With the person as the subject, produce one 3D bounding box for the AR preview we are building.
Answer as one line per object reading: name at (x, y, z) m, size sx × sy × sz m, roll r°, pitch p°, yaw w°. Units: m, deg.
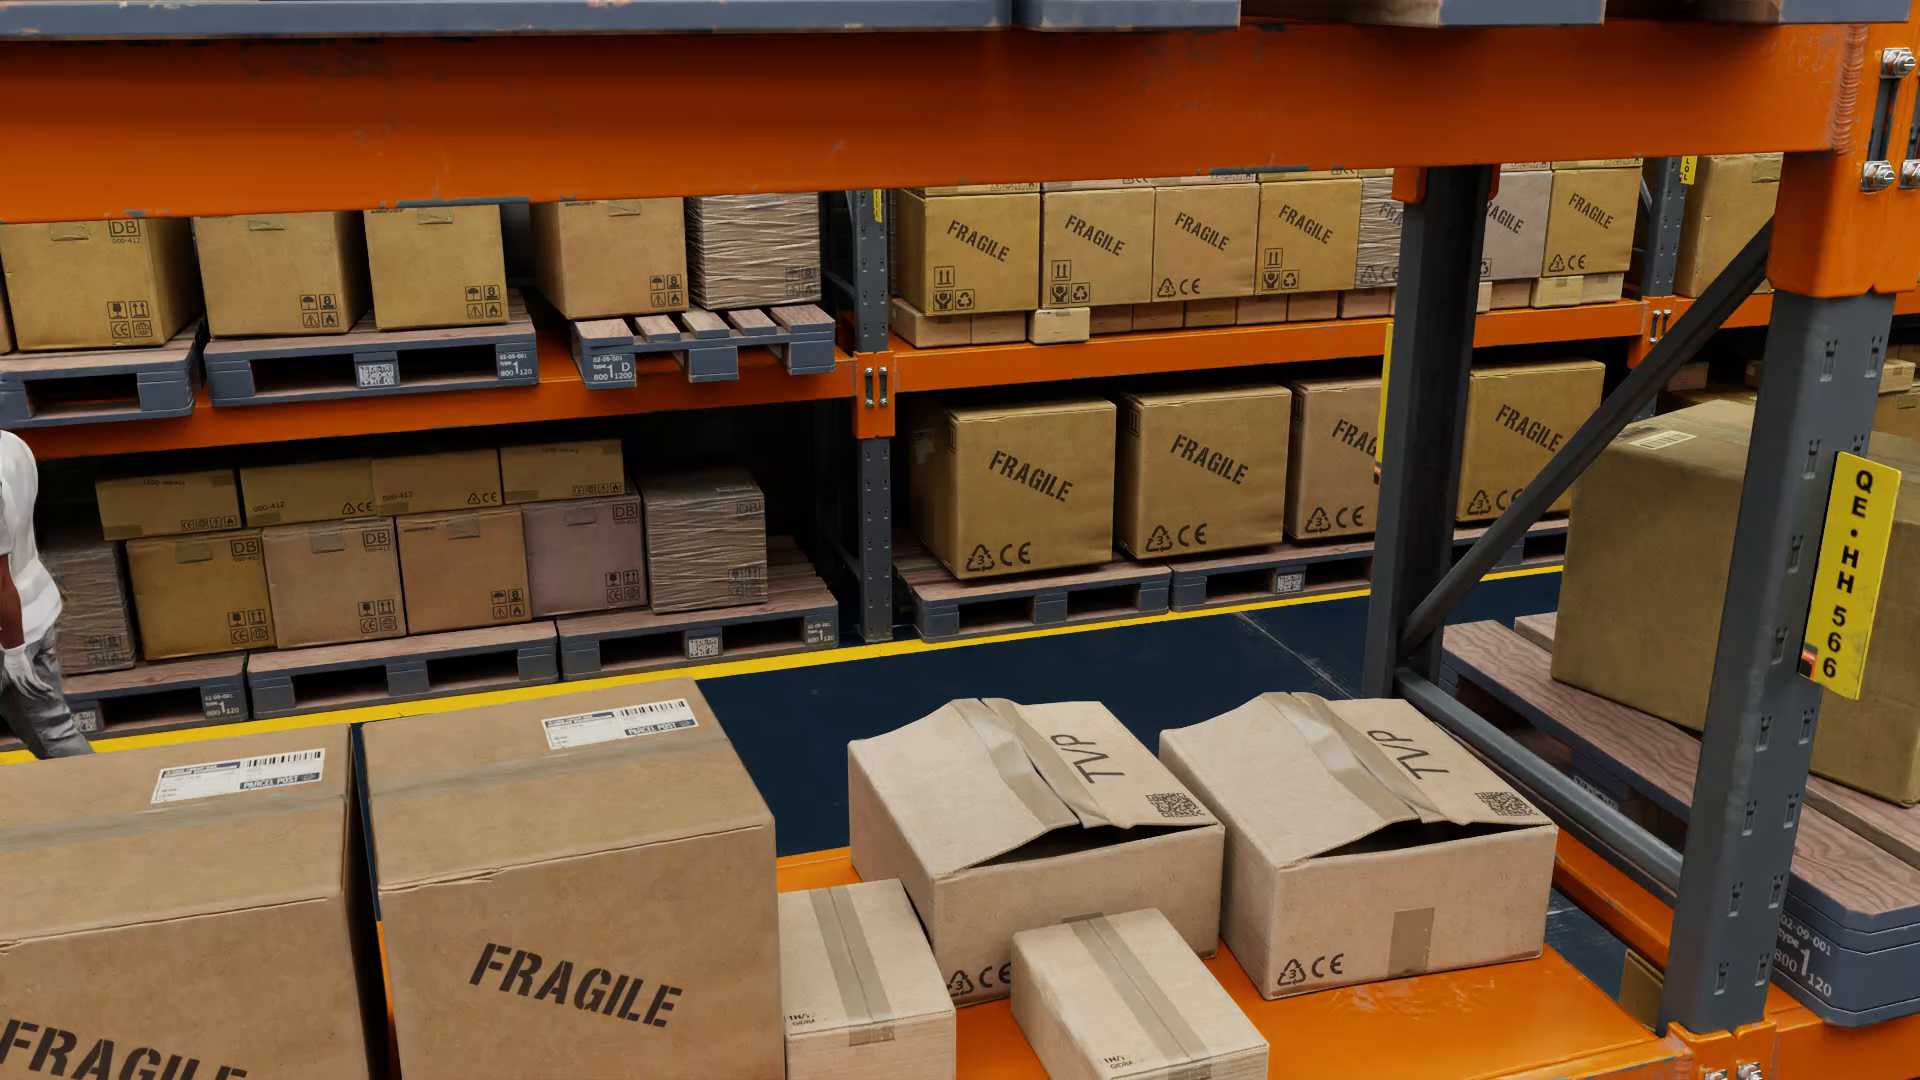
person at (-3.050, 0.322, 5.167) m, size 0.602 × 1.854 × 0.544 m, roll -3°, pitch 19°, yaw -10°
